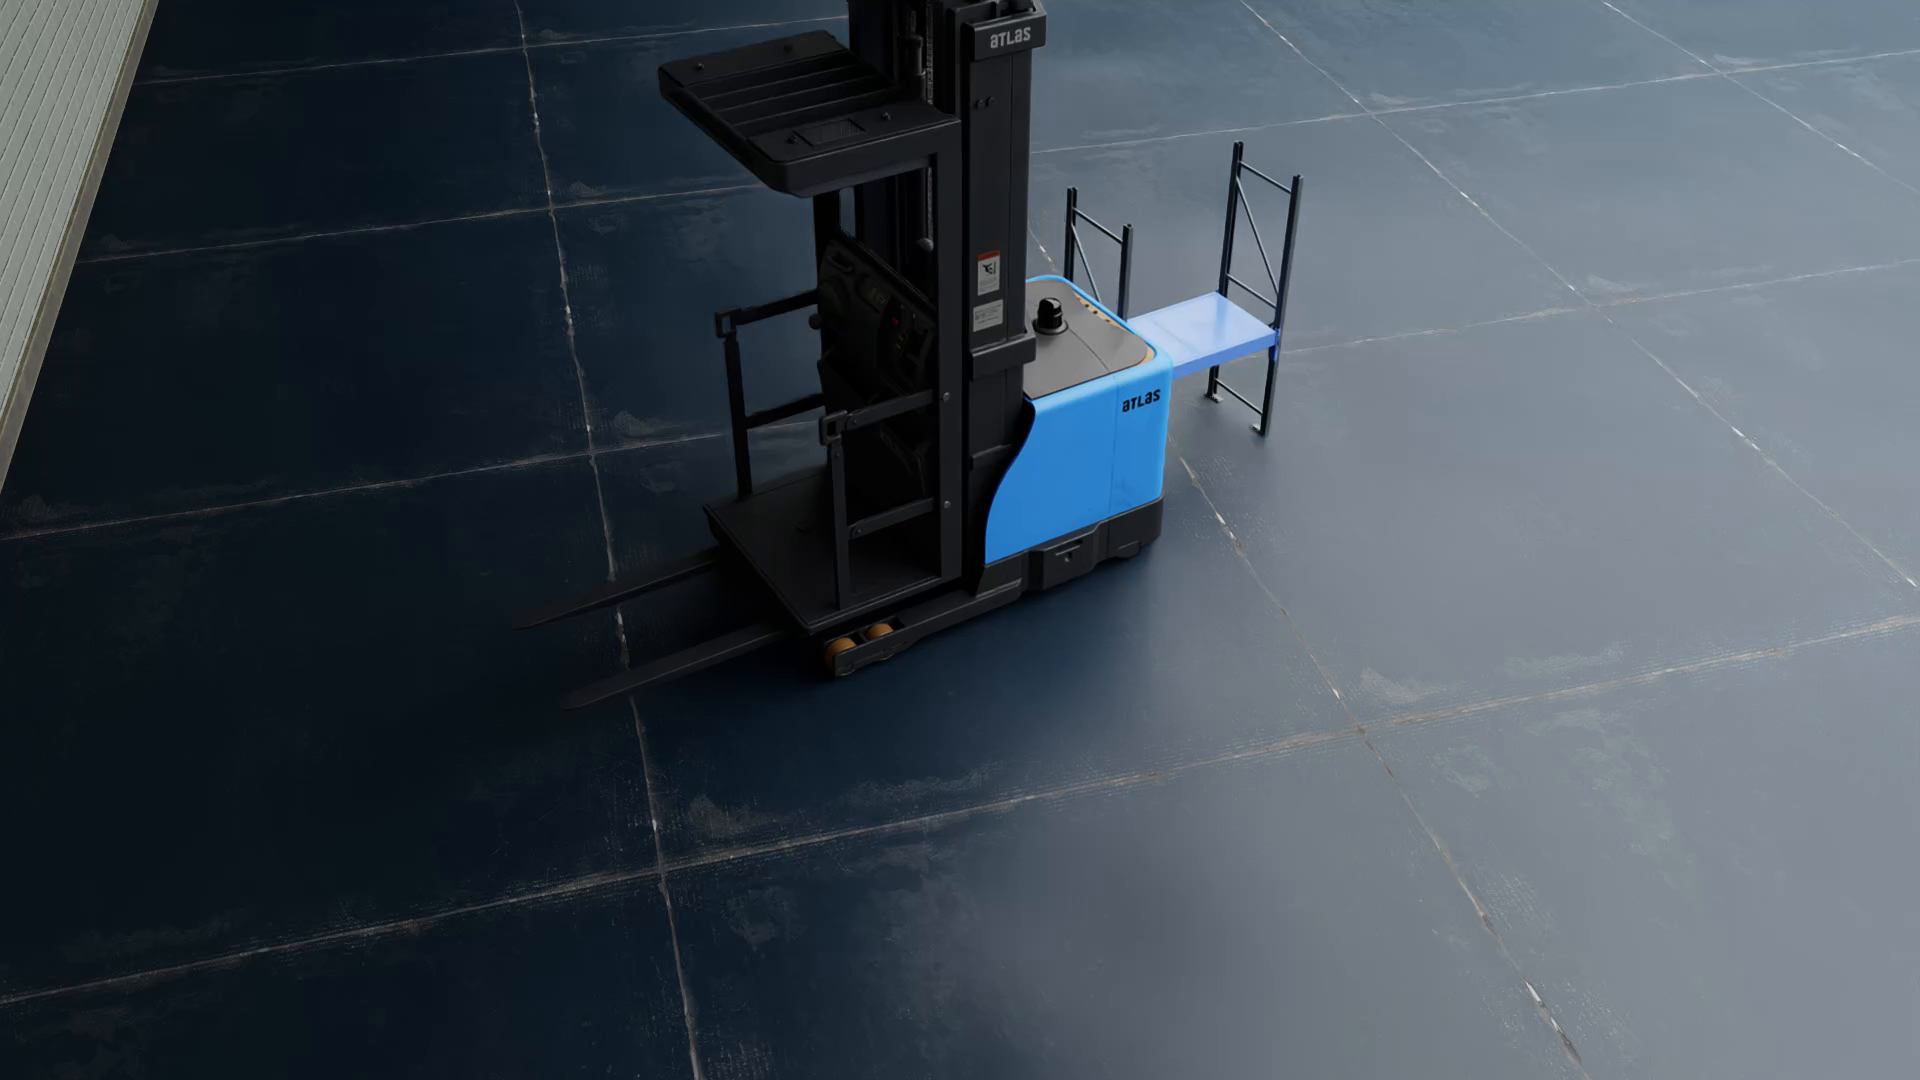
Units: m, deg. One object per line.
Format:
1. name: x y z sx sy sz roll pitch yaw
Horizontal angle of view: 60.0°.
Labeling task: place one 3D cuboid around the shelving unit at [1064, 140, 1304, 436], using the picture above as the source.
1. shelving unit: 1.092 -1.130 8.473 1.048 1.500 0.538 -20 42 -24

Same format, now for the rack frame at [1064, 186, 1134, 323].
1. rack frame: 0.658 -0.970 8.263 0.032 1.500 0.500 -20 42 -24

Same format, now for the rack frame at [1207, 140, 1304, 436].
1. rack frame: 1.526 -1.291 8.683 0.032 1.500 0.500 -20 42 -24

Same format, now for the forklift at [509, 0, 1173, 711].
1. forklift: -0.539 -0.927 7.029 3.031 2.935 1.130 -20 42 -24

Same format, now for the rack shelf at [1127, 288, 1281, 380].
1. rack shelf: 1.092 -0.988 8.582 1.000 0.185 0.538 -20 42 -24
